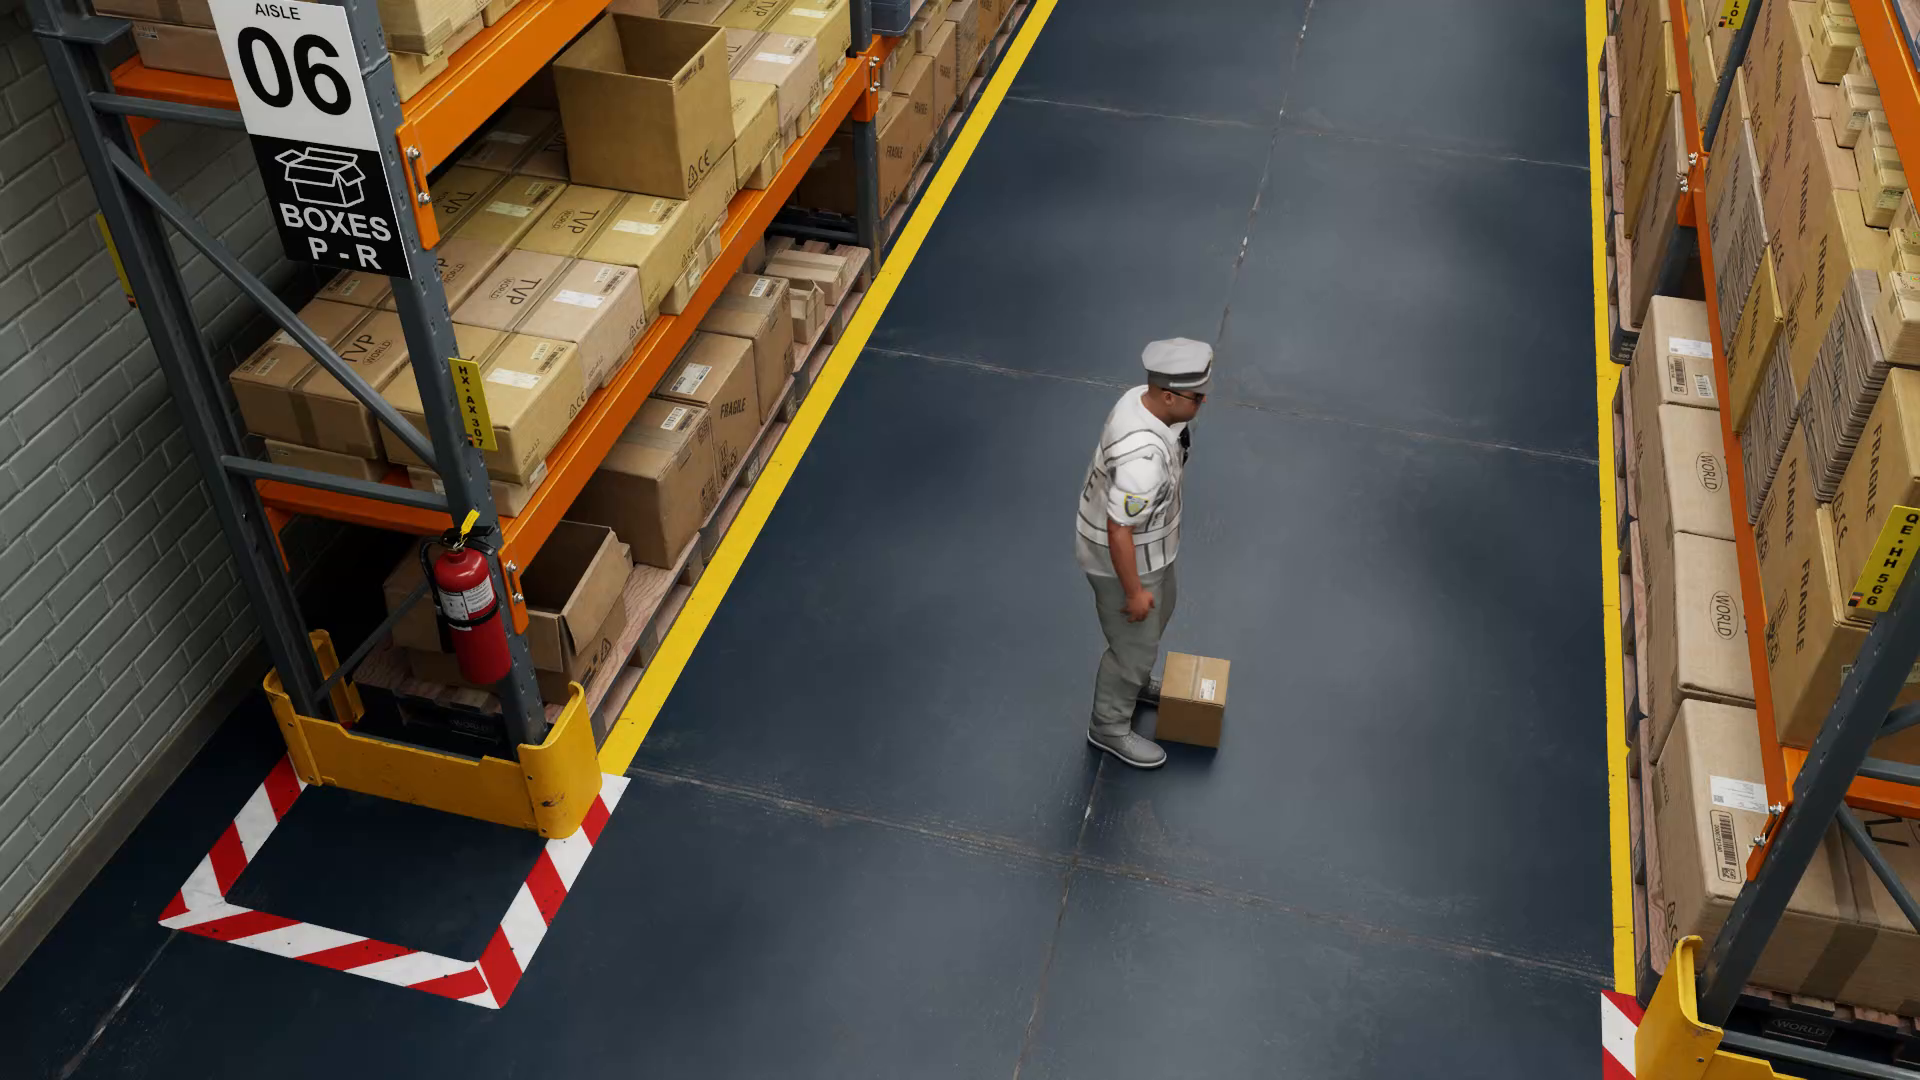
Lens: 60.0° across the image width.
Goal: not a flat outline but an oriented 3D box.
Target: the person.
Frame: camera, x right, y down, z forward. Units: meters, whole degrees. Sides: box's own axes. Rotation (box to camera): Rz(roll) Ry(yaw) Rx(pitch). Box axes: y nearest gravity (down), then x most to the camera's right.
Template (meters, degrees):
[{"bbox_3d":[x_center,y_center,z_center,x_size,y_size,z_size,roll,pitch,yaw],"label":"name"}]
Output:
[{"bbox_3d":[0.665,0.031,6.116,0.475,1.747,0.584,9,42,10],"label":"person"}]
